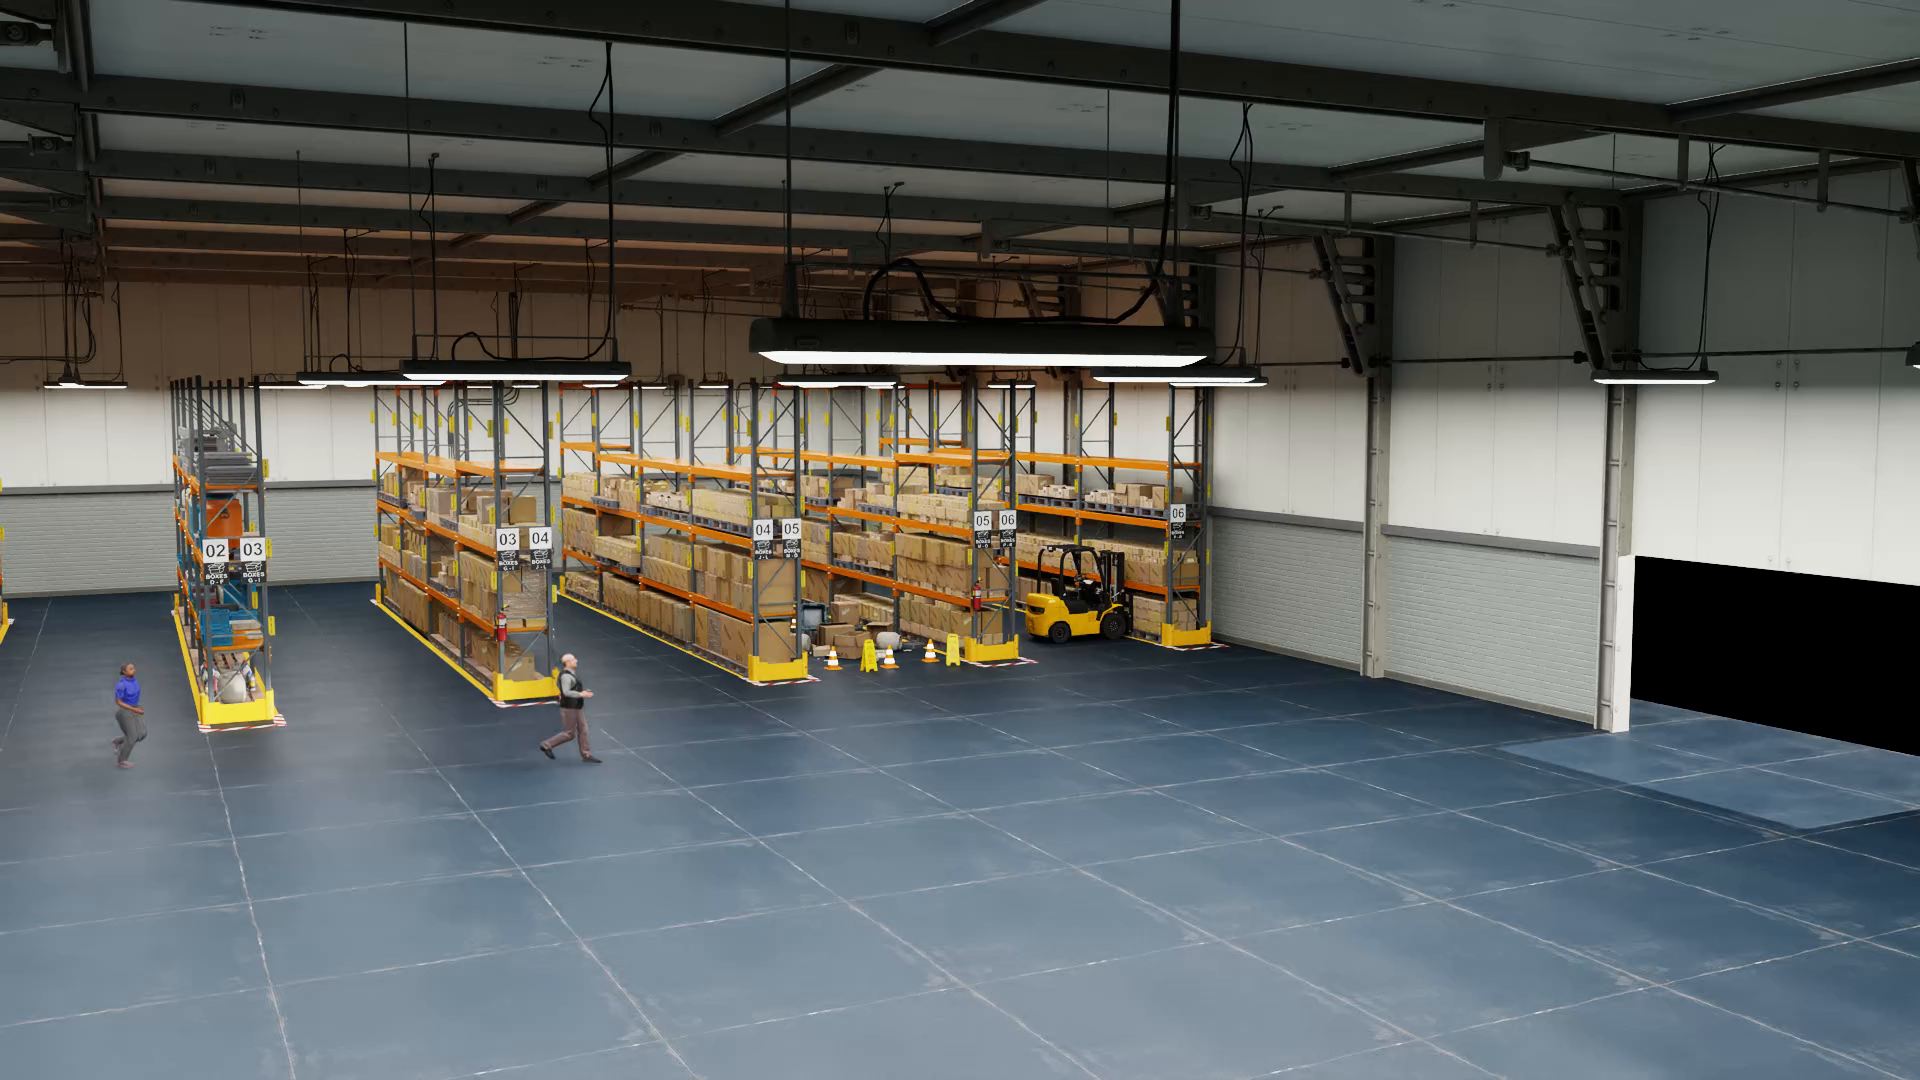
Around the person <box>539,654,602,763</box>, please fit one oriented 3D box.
[{"bbox_3d":[-5.974,2.597,25.479,0.936,1.717,0.661,-1,5,-7],"label":"person"}]

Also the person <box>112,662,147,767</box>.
[{"bbox_3d":[-12.725,2.666,25.469,0.626,1.617,0.597,0,5,5],"label":"person"}]
